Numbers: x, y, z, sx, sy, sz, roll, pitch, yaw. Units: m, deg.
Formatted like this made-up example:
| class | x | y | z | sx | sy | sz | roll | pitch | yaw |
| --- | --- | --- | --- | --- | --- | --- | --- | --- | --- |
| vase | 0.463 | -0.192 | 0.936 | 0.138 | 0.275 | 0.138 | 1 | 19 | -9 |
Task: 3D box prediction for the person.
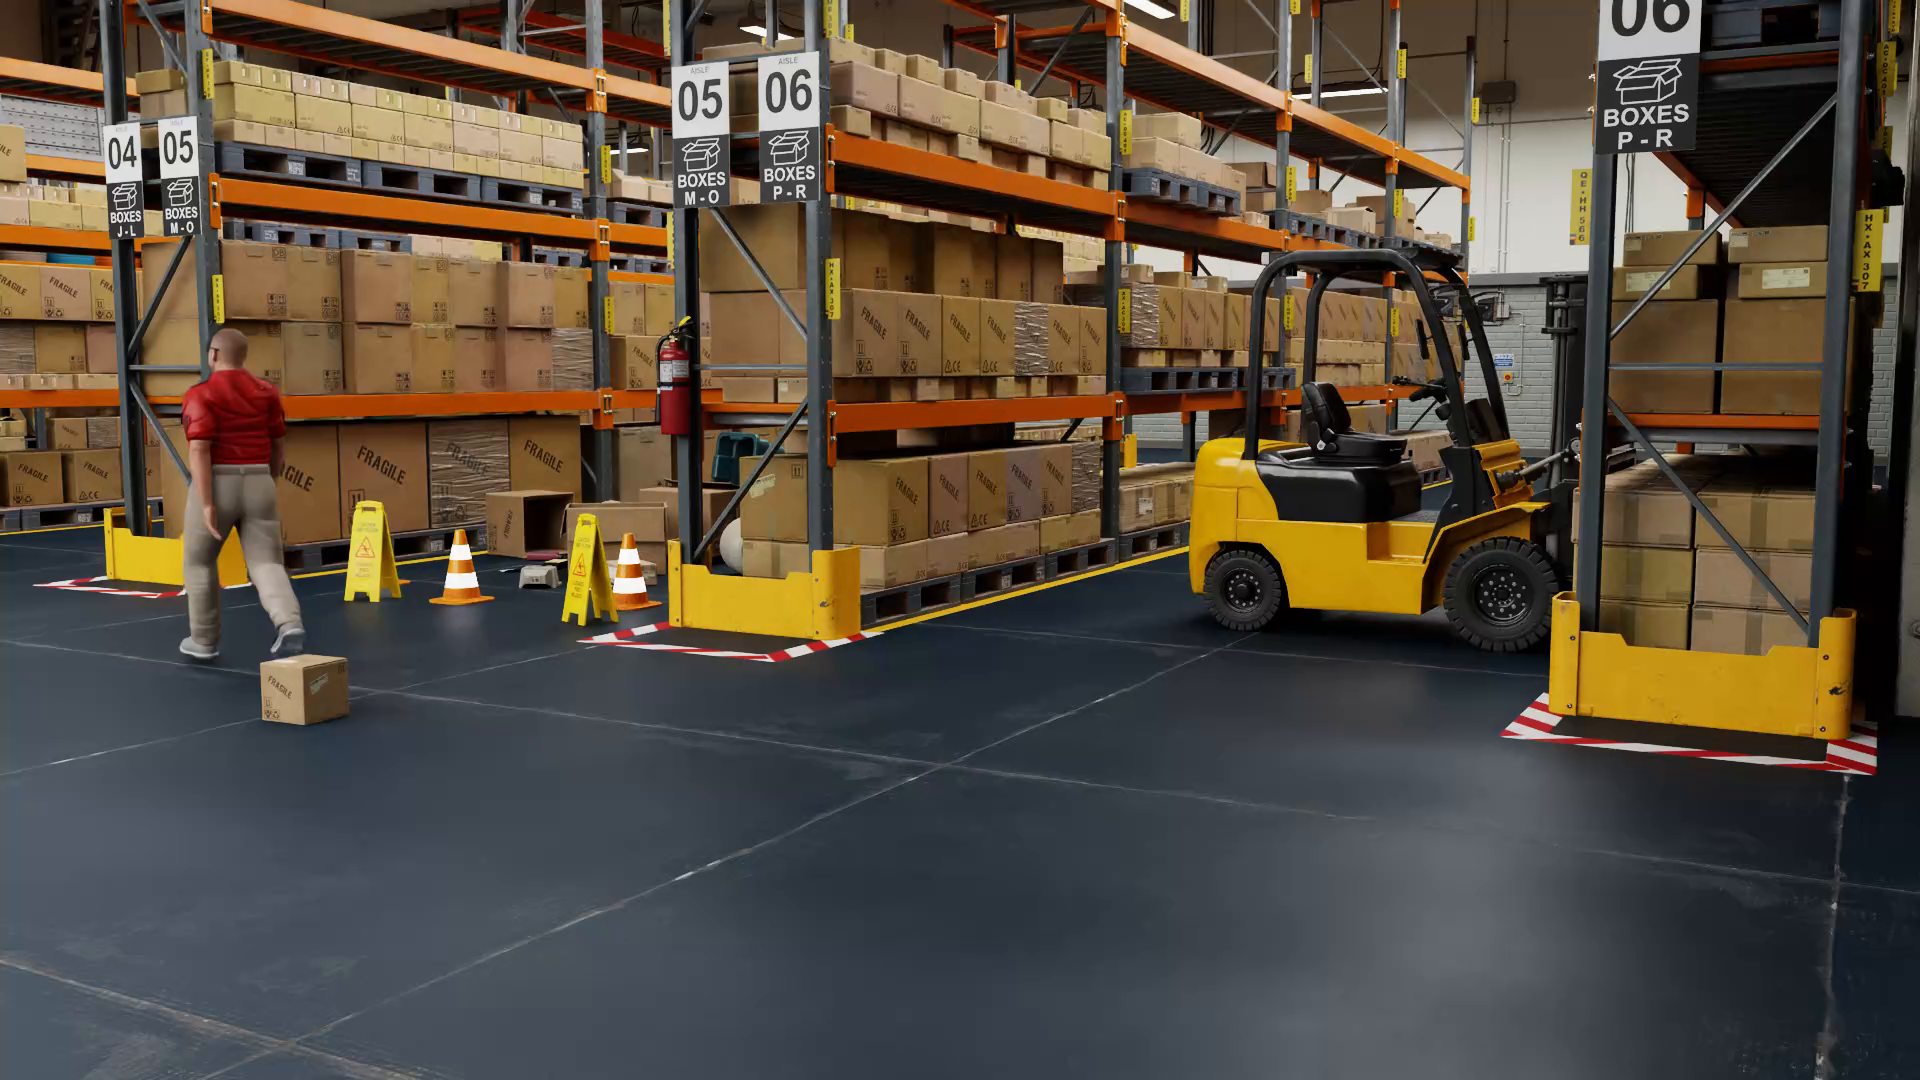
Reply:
| class | x | y | z | sx | sy | sz | roll | pitch | yaw |
| --- | --- | --- | --- | --- | --- | --- | --- | --- | --- |
| person | -3.623 | -0.220 | 8.339 | 0.523 | 1.673 | 0.995 | -6 | 8 | -43 |
